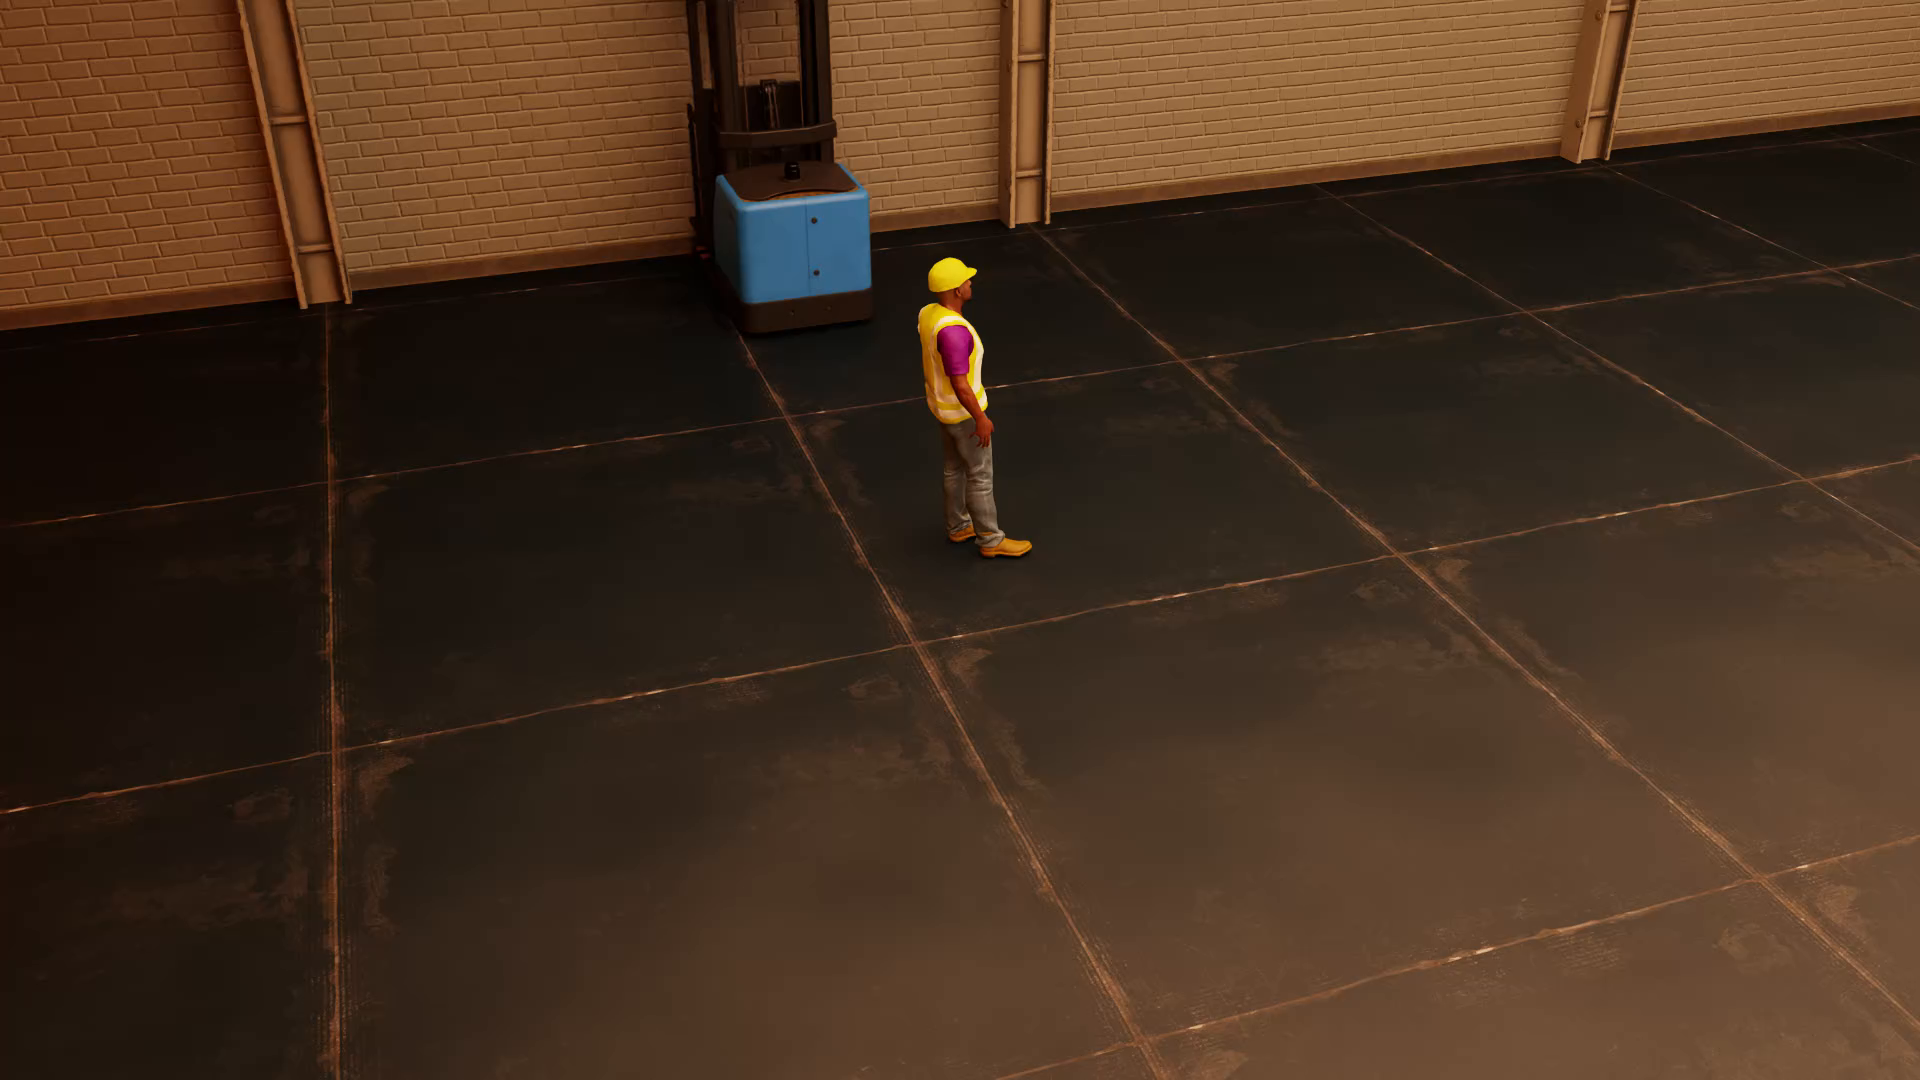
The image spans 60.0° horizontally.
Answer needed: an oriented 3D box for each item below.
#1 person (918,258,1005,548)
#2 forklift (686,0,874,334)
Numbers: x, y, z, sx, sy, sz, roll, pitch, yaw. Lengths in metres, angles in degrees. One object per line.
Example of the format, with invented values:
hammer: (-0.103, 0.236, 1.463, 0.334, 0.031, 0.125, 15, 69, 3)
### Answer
person: (-0.006, -0.793, 9.560, 0.418, 1.709, 0.665, -10, 31, -16)
forklift: (-1.625, -3.555, 13.266, 1.130, 2.935, 3.031, -10, 31, -16)
